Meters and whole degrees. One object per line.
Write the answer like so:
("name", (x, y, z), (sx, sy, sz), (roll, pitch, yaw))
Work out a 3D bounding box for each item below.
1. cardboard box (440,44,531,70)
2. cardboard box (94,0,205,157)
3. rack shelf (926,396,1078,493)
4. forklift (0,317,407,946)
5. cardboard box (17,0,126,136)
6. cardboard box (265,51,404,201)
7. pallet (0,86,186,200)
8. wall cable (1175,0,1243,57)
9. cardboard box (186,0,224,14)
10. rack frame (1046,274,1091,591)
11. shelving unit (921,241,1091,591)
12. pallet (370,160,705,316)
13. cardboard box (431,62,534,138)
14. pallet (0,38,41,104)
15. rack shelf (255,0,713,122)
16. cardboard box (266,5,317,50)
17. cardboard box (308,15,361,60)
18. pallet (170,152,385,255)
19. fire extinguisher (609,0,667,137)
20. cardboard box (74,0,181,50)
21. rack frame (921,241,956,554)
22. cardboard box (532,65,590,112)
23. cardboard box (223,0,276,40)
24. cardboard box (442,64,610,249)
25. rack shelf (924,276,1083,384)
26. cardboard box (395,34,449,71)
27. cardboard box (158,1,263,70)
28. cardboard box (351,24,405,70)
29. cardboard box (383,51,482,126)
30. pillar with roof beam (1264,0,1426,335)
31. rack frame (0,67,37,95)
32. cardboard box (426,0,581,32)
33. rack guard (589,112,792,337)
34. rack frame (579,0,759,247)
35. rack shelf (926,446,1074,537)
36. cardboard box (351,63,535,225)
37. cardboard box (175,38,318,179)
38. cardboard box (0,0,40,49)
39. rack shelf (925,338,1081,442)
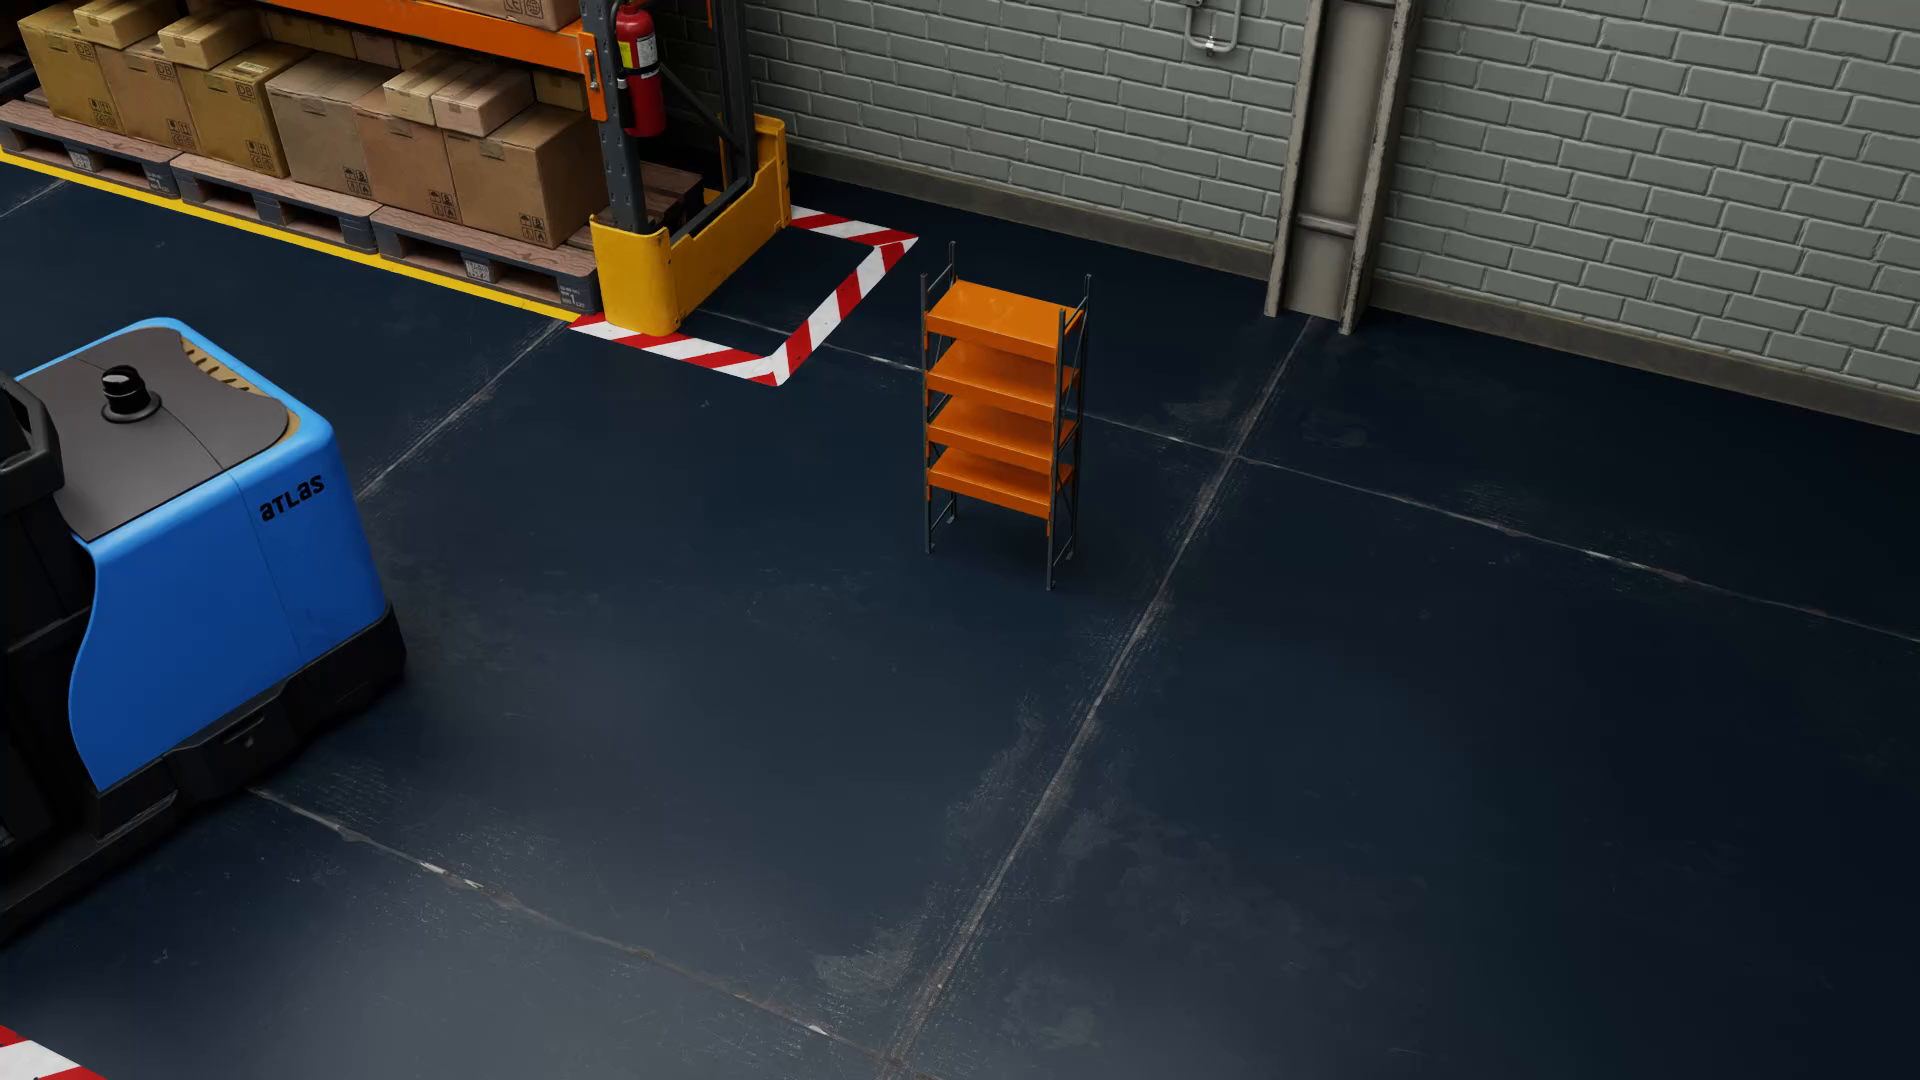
("cardboard box", (-2.154, -2.226, 7.621), (0.250, 0.149, 0.380), (17, 44, 19))
("cardboard box", (-3.752, -2.322, 8.226), (0.500, 0.500, 0.700), (17, 44, 18))
("rack shelf", (0.150, -0.357, 5.848), (0.480, 0.148, 0.258), (17, 44, 19))
("forklift", (-3.225, -0.117, 4.147), (1.130, 2.935, 3.031), (29, 49, 29))
("cardboard box", (-4.206, -2.463, 8.389), (0.500, 0.500, 0.700), (18, 44, 19))
("cardboard box", (-2.802, -2.035, 7.895), (0.500, 0.500, 0.700), (16, 43, 17))
("pallet", (-4.185, -2.206, 8.634), (1.213, 0.211, 1.003), (17, 44, 19))
("wall cable", (0.345, -3.000, 6.645), (1.851, 1.984, 0.084), (17, 44, 19))
("cardboard box", (-3.536, -2.649, 8.108), (0.250, 0.149, 0.380), (16, 43, 17))
("rack frame", (0.371, -0.340, 5.726), (0.015, 1.200, 0.240), (17, 44, 19))
("shelving unit", (0.150, -0.408, 5.804), (0.503, 1.200, 0.258), (17, 44, 19))
("pallet", (-1.973, -1.530, 7.854), (1.213, 0.211, 1.003), (17, 44, 19))
("cardboard box", (-2.086, -1.930, 7.279), (0.250, 0.149, 0.380), (16, 44, 18))
("pallet", (-5.572, -2.632, 9.125), (1.213, 0.211, 1.003), (17, 44, 19))
("rack shelf", (-3.028, -2.691, 7.614), (4.000, 0.370, 1.077), (17, 44, 19))
("cardboard box", (-3.073, -2.507, 7.945), (0.250, 0.149, 0.380), (16, 43, 18))
("cardboard box", (-2.844, -2.437, 7.864), (0.250, 0.149, 0.380), (17, 44, 19))
("pallet", (-3.075, -1.869, 8.245), (1.213, 0.211, 1.003), (17, 44, 19))
("fire extinguisher", (-1.274, -1.923, 6.522), (0.183, 0.674, 0.296), (17, 44, 19))
("cardboard box", (-3.973, -2.505, 7.942), (0.250, 0.149, 0.380), (18, 44, 20))
("rack frame", (-0.071, -0.475, 5.882), (0.015, 1.200, 0.240), (17, 44, 19))
("cardboard box", (-1.694, -2.087, 7.460), (0.250, 0.149, 0.380), (17, 44, 19))
("cardboard box", (-3.308, -2.578, 8.027), (0.250, 0.149, 0.380), (17, 44, 19))
("cardboard box", (-1.892, -1.757, 7.575), (0.500, 0.500, 0.700), (17, 44, 19))
("rack shelf", (0.150, -0.704, 5.547), (0.480, 0.148, 0.258), (17, 44, 19))
("cardboard box", (-2.380, -2.296, 7.701), (0.250, 0.149, 0.380), (17, 44, 19))
("cardboard box", (-3.500, -2.360, 7.776), (0.250, 0.149, 0.380), (16, 43, 17))
("cardboard box", (-2.611, -2.366, 7.782), (0.250, 0.149, 0.380), (18, 44, 19))
("cardboard box", (-2.318, -2.000, 7.360), (0.250, 0.149, 0.380), (18, 44, 20))
("pillar with roof beam", (-0.223, -1.886, 1.556), (0.400, 9.000, 9.100), (17, 44, 19))
("rack frame", (-4.841, -3.517, 8.017), (0.127, 3.000, 1.000), (17, 44, 19))
("cardboard box", (-1.682, -2.658, 6.797), (0.700, 0.700, 0.980), (19, 44, 21))
("rack guard", (-1.194, -1.458, 7.550), (0.348, 0.500, 1.175), (17, 44, 19))
("rack frame", (-1.216, -2.409, 6.739), (0.127, 3.000, 1.000), (17, 44, 19))
("rack shelf", (0.150, -0.207, 5.978), (0.480, 0.148, 0.258), (17, 44, 19))
("cardboard box", (-2.346, -1.896, 7.735), (0.500, 0.500, 0.700), (17, 44, 19))
("cardboard box", (-3.288, -2.178, 8.061), (0.500, 0.500, 0.700), (18, 44, 20))
("cardboard box", (-5.485, -2.966, 8.702), (0.750, 0.750, 0.750), (17, 44, 19))
("rack shelf", (0.150, -0.526, 5.702), (0.480, 0.148, 0.258), (17, 44, 19))
